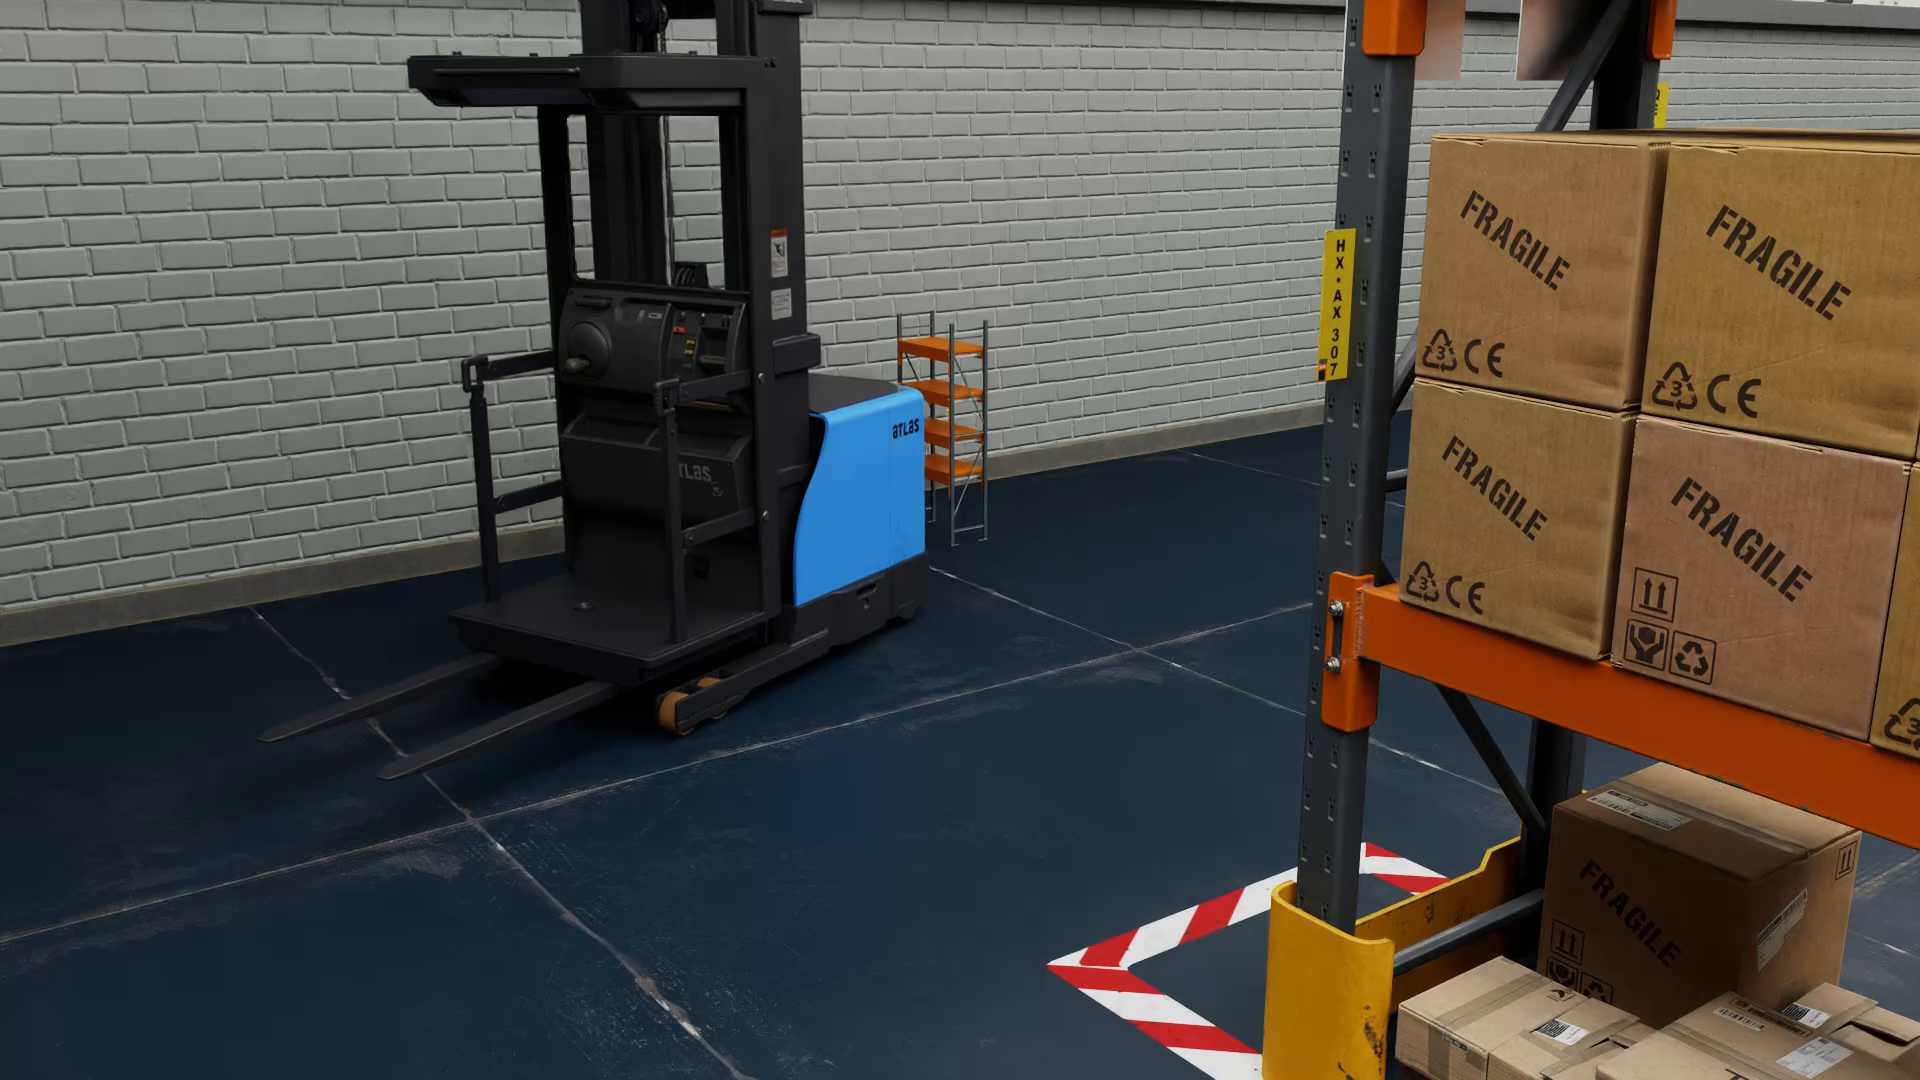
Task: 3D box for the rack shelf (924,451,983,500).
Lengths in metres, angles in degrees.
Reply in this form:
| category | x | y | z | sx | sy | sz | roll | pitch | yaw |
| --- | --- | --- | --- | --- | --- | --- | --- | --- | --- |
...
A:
| category | x | y | z | sx | sy | sz | roll | pitch | yaw |
| --- | --- | --- | --- | --- | --- | --- | --- | --- | --- |
| rack shelf | -0.097 | -0.358 | 9.117 | 0.258 | 0.148 | 0.480 | -11 | 19 | -35 |

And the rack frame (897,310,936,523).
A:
| category | x | y | z | sx | sy | sz | roll | pitch | yaw |
| --- | --- | --- | --- | --- | --- | --- | --- | --- | --- |
| rack frame | -0.241 | -0.666 | 9.237 | 0.240 | 1.200 | 0.015 | -11 | 19 | -35 |

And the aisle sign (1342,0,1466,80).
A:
| category | x | y | z | sx | sy | sz | roll | pitch | yaw |
| --- | --- | --- | --- | --- | --- | --- | --- | --- | --- |
| aisle sign | 0.982 | -1.400 | 3.586 | 0.394 | 0.787 | 0.004 | -11 | 19 | -35 |

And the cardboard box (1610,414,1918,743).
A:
| category | x | y | z | sx | sy | sz | roll | pitch | yaw |
| --- | --- | --- | --- | --- | --- | --- | --- | --- | --- |
| cardboard box | 1.615 | 0.019 | 3.134 | 0.500 | 0.500 | 0.500 | -11 | 19 | -35 |

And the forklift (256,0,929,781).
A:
| category | x | y | z | sx | sy | sz | roll | pitch | yaw |
| --- | --- | --- | --- | --- | --- | --- | --- | --- | --- |
| forklift | -1.349 | -0.807 | 6.473 | 1.130 | 2.935 | 3.031 | 9 | 18 | 30 |

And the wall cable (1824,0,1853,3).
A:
| category | x | y | z | sx | sy | sz | roll | pitch | yaw |
| --- | --- | --- | --- | --- | --- | --- | --- | --- | --- |
| wall cable | 8.738 | -7.902 | 14.807 | 2.277 | 5.999 | 0.120 | -11 | 19 | -35 |

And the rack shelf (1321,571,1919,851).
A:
| category | x | y | z | sx | sy | sz | roll | pitch | yaw |
| --- | --- | --- | --- | --- | --- | --- | --- | --- | --- |
| rack shelf | 2.436 | 0.597 | 2.577 | 1.077 | 0.370 | 4.000 | -11 | 19 | -35 |

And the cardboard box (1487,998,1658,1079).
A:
| category | x | y | z | sx | sy | sz | roll | pitch | yaw |
| --- | --- | --- | --- | --- | --- | --- | --- | --- | --- |
| cardboard box | 1.375 | 1.173 | 3.642 | 0.380 | 0.166 | 0.250 | -11 | 19 | -35 |

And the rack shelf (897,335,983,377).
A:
| category | x | y | z | sx | sy | sz | roll | pitch | yaw |
| --- | --- | --- | --- | --- | --- | --- | --- | --- | --- |
| rack shelf | -0.097 | -0.993 | 8.943 | 0.258 | 0.148 | 0.480 | -11 | 19 | -35 |

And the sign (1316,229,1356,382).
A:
| category | x | y | z | sx | sy | sz | roll | pitch | yaw |
| --- | --- | --- | --- | --- | --- | --- | --- | --- | --- |
| sign | 0.821 | -0.511 | 3.620 | 0.100 | 0.325 | 0.005 | -11 | 19 | -35 |

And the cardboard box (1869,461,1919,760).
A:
| category | x | y | z | sx | sy | sz | roll | pitch | yaw |
| --- | --- | --- | --- | --- | --- | --- | --- | --- | --- |
| cardboard box | 1.908 | 0.127 | 2.741 | 0.500 | 0.500 | 0.500 | -11 | 19 | -35 |

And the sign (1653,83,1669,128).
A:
| category | x | y | z | sx | sy | sz | roll | pitch | yaw |
| --- | --- | --- | --- | --- | --- | --- | --- | --- | --- |
| sign | 1.721 | -0.970 | 4.147 | 0.100 | 0.325 | 0.005 | -11 | 19 | -35 |

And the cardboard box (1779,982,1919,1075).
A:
| category | x | y | z | sx | sy | sz | roll | pitch | yaw |
| --- | --- | --- | --- | --- | --- | --- | --- | --- | --- |
| cardboard box | 1.944 | 1.155 | 3.707 | 0.380 | 0.166 | 0.250 | -11 | 19 | -35 |

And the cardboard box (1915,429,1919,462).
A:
| category | x | y | z | sx | sy | sz | roll | pitch | yaw |
| --- | --- | --- | --- | --- | --- | --- | --- | --- | --- |
| cardboard box | 1.911 | -0.354 | 2.605 | 0.500 | 0.500 | 0.500 | -11 | 19 | -34 |

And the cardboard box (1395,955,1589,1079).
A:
| category | x | y | z | sx | sy | sz | roll | pitch | yaw |
| --- | --- | --- | --- | --- | --- | --- | --- | --- | --- |
| cardboard box | 1.228 | 1.128 | 3.839 | 0.380 | 0.149 | 0.250 | -11 | 19 | -35 |

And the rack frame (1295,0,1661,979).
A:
| category | x | y | z | sx | sy | sz | roll | pitch | yaw |
| --- | --- | --- | --- | --- | --- | --- | --- | --- | --- |
| rack frame | 1.260 | -0.177 | 4.042 | 1.000 | 3.000 | 0.127 | -11 | 19 | -35 |

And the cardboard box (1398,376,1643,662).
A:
| category | x | y | z | sx | sy | sz | roll | pitch | yaw |
| --- | --- | --- | --- | --- | --- | --- | --- | --- | --- |
| cardboard box | 1.307 | -0.090 | 3.533 | 0.500 | 0.500 | 0.500 | -10 | 18 | -33 |

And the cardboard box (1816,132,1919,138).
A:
| category | x | y | z | sx | sy | sz | roll | pitch | yaw |
| --- | --- | --- | --- | --- | --- | --- | --- | --- | --- |
| cardboard box | 2.042 | -0.548 | 3.312 | 0.500 | 0.500 | 0.500 | -10 | 18 | -33 |

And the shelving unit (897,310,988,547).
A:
| category | x | y | z | sx | sy | sz | roll | pitch | yaw |
| --- | --- | --- | --- | --- | --- | --- | --- | --- | --- |
| shelving unit | -0.097 | -0.614 | 9.047 | 0.258 | 1.200 | 0.503 | -11 | 19 | -35 |

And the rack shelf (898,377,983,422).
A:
| category | x | y | z | sx | sy | sz | roll | pitch | yaw |
| --- | --- | --- | --- | --- | --- | --- | --- | --- | --- |
| rack shelf | -0.097 | -0.765 | 9.006 | 0.258 | 0.148 | 0.480 | -11 | 19 | -35 |

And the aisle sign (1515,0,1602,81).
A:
| category | x | y | z | sx | sy | sz | roll | pitch | yaw |
| --- | --- | --- | --- | --- | --- | --- | --- | --- | --- |
| aisle sign | 1.468 | -1.493 | 3.926 | 0.394 | 0.787 | 0.004 | -11 | 19 | -35 |

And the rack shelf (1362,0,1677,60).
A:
| category | x | y | z | sx | sy | sz | roll | pitch | yaw |
| --- | --- | --- | --- | --- | --- | --- | --- | --- | --- |
| rack shelf | 2.436 | -0.850 | 2.181 | 1.077 | 0.370 | 4.000 | -11 | 19 | -35 |

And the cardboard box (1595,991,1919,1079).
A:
| category | x | y | z | sx | sy | sz | roll | pitch | yaw |
| --- | --- | --- | --- | --- | --- | --- | --- | --- | --- |
| cardboard box | 1.644 | 1.204 | 3.372 | 0.500 | 0.250 | 0.500 | -11 | 19 | -35 |

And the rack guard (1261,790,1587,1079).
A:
| category | x | y | z | sx | sy | sz | roll | pitch | yaw |
| --- | --- | --- | --- | --- | --- | --- | --- | --- | --- |
| rack guard | 1.305 | 1.044 | 4.313 | 1.175 | 0.500 | 0.348 | -11 | 19 | -35 |

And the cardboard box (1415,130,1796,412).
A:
| category | x | y | z | sx | sy | sz | roll | pitch | yaw |
| --- | --- | --- | --- | --- | --- | --- | --- | --- | --- |
| cardboard box | 1.307 | -0.572 | 3.401 | 0.500 | 0.500 | 0.500 | -10 | 18 | -33 |

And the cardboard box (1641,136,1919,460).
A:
| category | x | y | z | sx | sy | sz | roll | pitch | yaw |
| --- | --- | --- | --- | --- | --- | --- | --- | --- | --- |
| cardboard box | 1.621 | -0.462 | 2.998 | 0.500 | 0.500 | 0.500 | -11 | 19 | -34 |

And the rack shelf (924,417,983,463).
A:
| category | x | y | z | sx | sy | sz | roll | pitch | yaw |
| --- | --- | --- | --- | --- | --- | --- | --- | --- | --- |
| rack shelf | -0.097 | -0.549 | 9.065 | 0.258 | 0.148 | 0.480 | -11 | 19 | -35 |

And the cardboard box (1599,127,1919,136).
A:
| category | x | y | z | sx | sy | sz | roll | pitch | yaw |
| --- | --- | --- | --- | --- | --- | --- | --- | --- | --- |
| cardboard box | 1.744 | -0.656 | 3.706 | 0.500 | 0.500 | 0.500 | -11 | 19 | -35 |

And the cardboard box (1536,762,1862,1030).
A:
| category | x | y | z | sx | sy | sz | roll | pitch | yaw |
| --- | --- | --- | --- | --- | --- | --- | --- | --- | --- |
| cardboard box | 1.779 | 0.894 | 4.030 | 0.500 | 0.500 | 0.500 | -11 | 19 | -35 |

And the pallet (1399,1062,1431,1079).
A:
| category | x | y | z | sx | sy | sz | roll | pitch | yaw |
| --- | --- | --- | --- | --- | --- | --- | --- | --- | --- |
| pallet | 1.774 | 1.354 | 3.730 | 1.003 | 0.211 | 1.213 | -11 | 19 | -35 |

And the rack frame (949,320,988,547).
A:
| category | x | y | z | sx | sy | sz | roll | pitch | yaw |
| --- | --- | --- | --- | --- | --- | --- | --- | --- | --- |
| rack frame | 0.046 | -0.562 | 8.856 | 0.240 | 1.200 | 0.015 | -11 | 19 | -35 |
